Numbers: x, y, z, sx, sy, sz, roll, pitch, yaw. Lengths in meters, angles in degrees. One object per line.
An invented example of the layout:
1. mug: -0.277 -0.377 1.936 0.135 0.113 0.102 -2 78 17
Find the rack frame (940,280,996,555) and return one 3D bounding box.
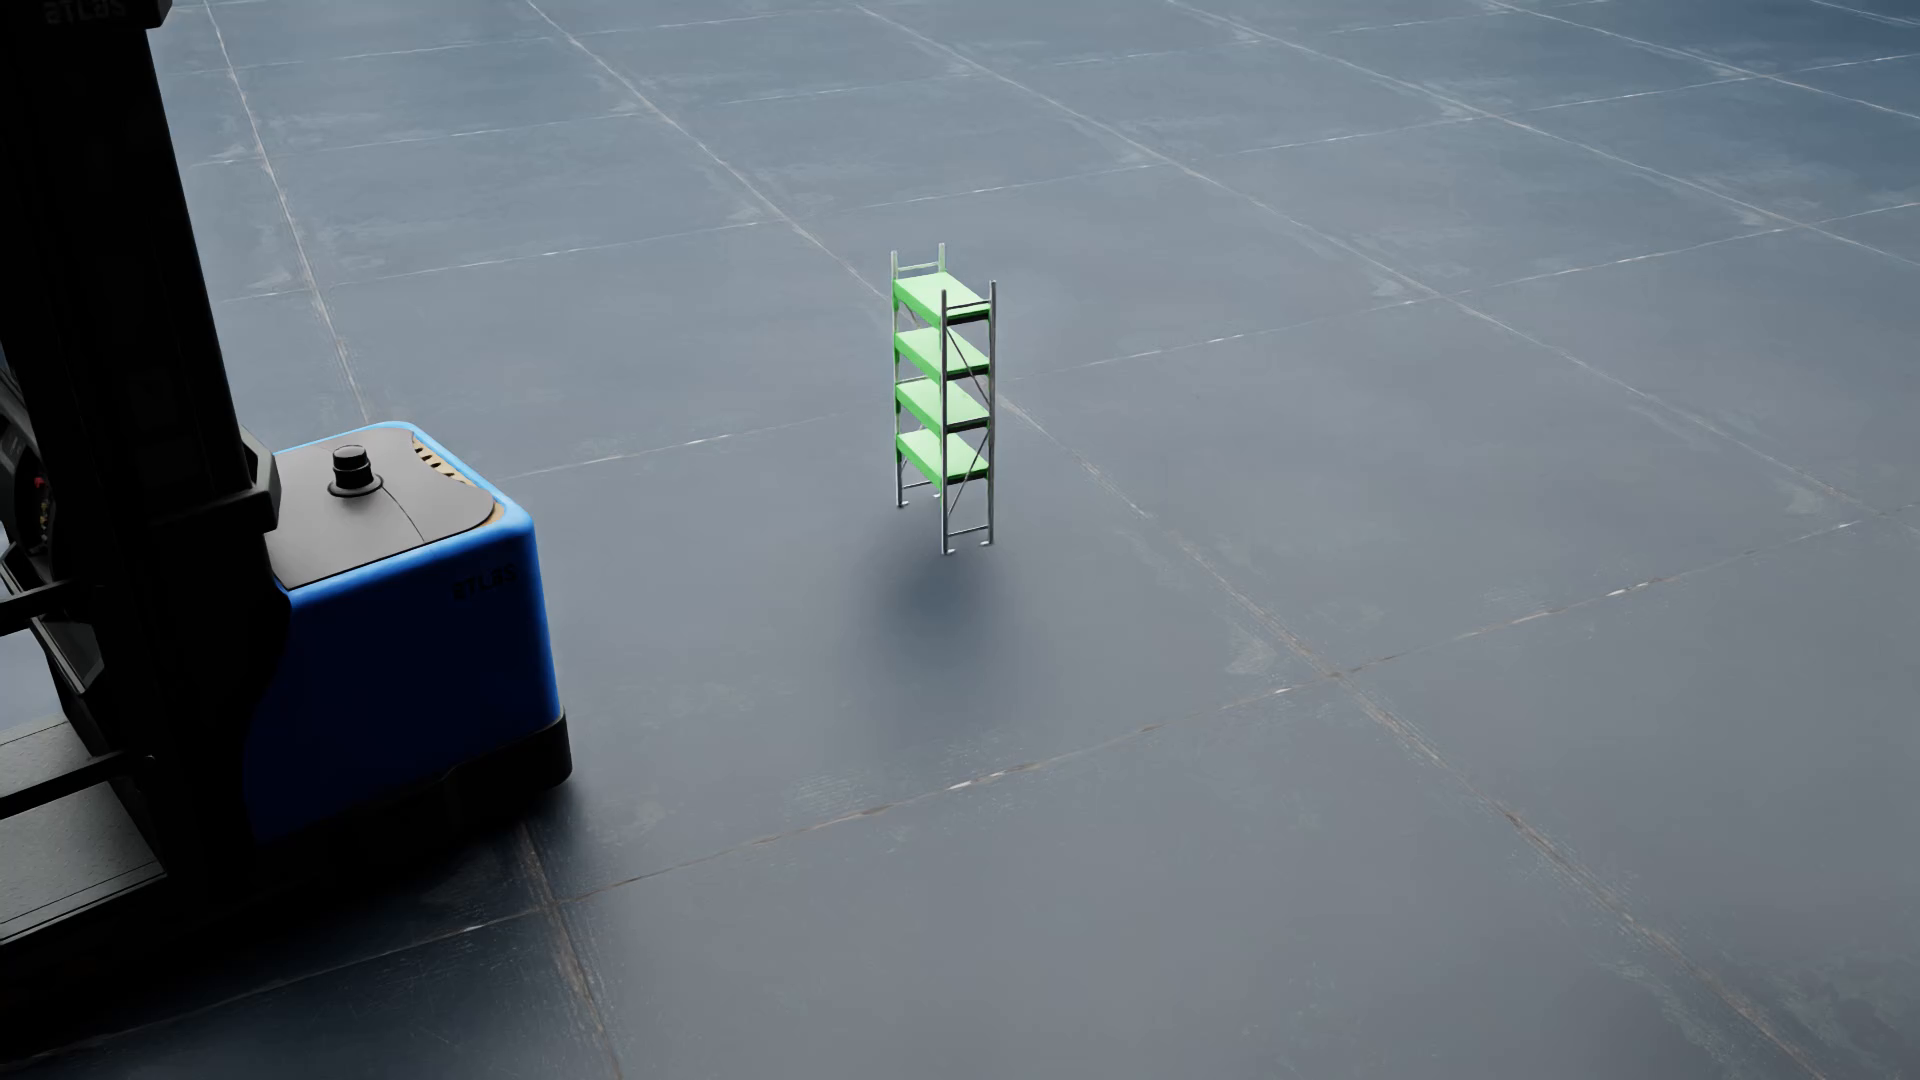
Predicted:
1. rack frame: 0.034 -0.489 6.895 0.240 1.200 0.015 -13 32 -22

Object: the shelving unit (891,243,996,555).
1. shelving unit: -0.071 -0.596 7.087 0.258 1.200 0.503 -13 32 -22

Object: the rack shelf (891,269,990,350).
1. rack shelf: -0.071 -0.959 6.883 0.258 0.148 0.480 -13 32 -22

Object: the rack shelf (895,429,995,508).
1. rack shelf: -0.071 -0.331 7.236 0.258 0.148 0.480 -13 32 -22

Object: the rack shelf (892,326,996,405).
1. rack shelf: -0.071 -0.750 7.001 0.258 0.148 0.480 -13 32 -22

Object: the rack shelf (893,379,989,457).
1. rack shelf: -0.071 -0.541 7.118 0.258 0.148 0.480 -13 32 -22

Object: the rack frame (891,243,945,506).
1. rack frame: -0.176 -0.704 7.279 0.240 1.200 0.015 -13 32 -22

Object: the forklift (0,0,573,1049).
1. forklift: -2.781 -0.137 4.498 3.031 2.935 1.130 -22 36 -34
